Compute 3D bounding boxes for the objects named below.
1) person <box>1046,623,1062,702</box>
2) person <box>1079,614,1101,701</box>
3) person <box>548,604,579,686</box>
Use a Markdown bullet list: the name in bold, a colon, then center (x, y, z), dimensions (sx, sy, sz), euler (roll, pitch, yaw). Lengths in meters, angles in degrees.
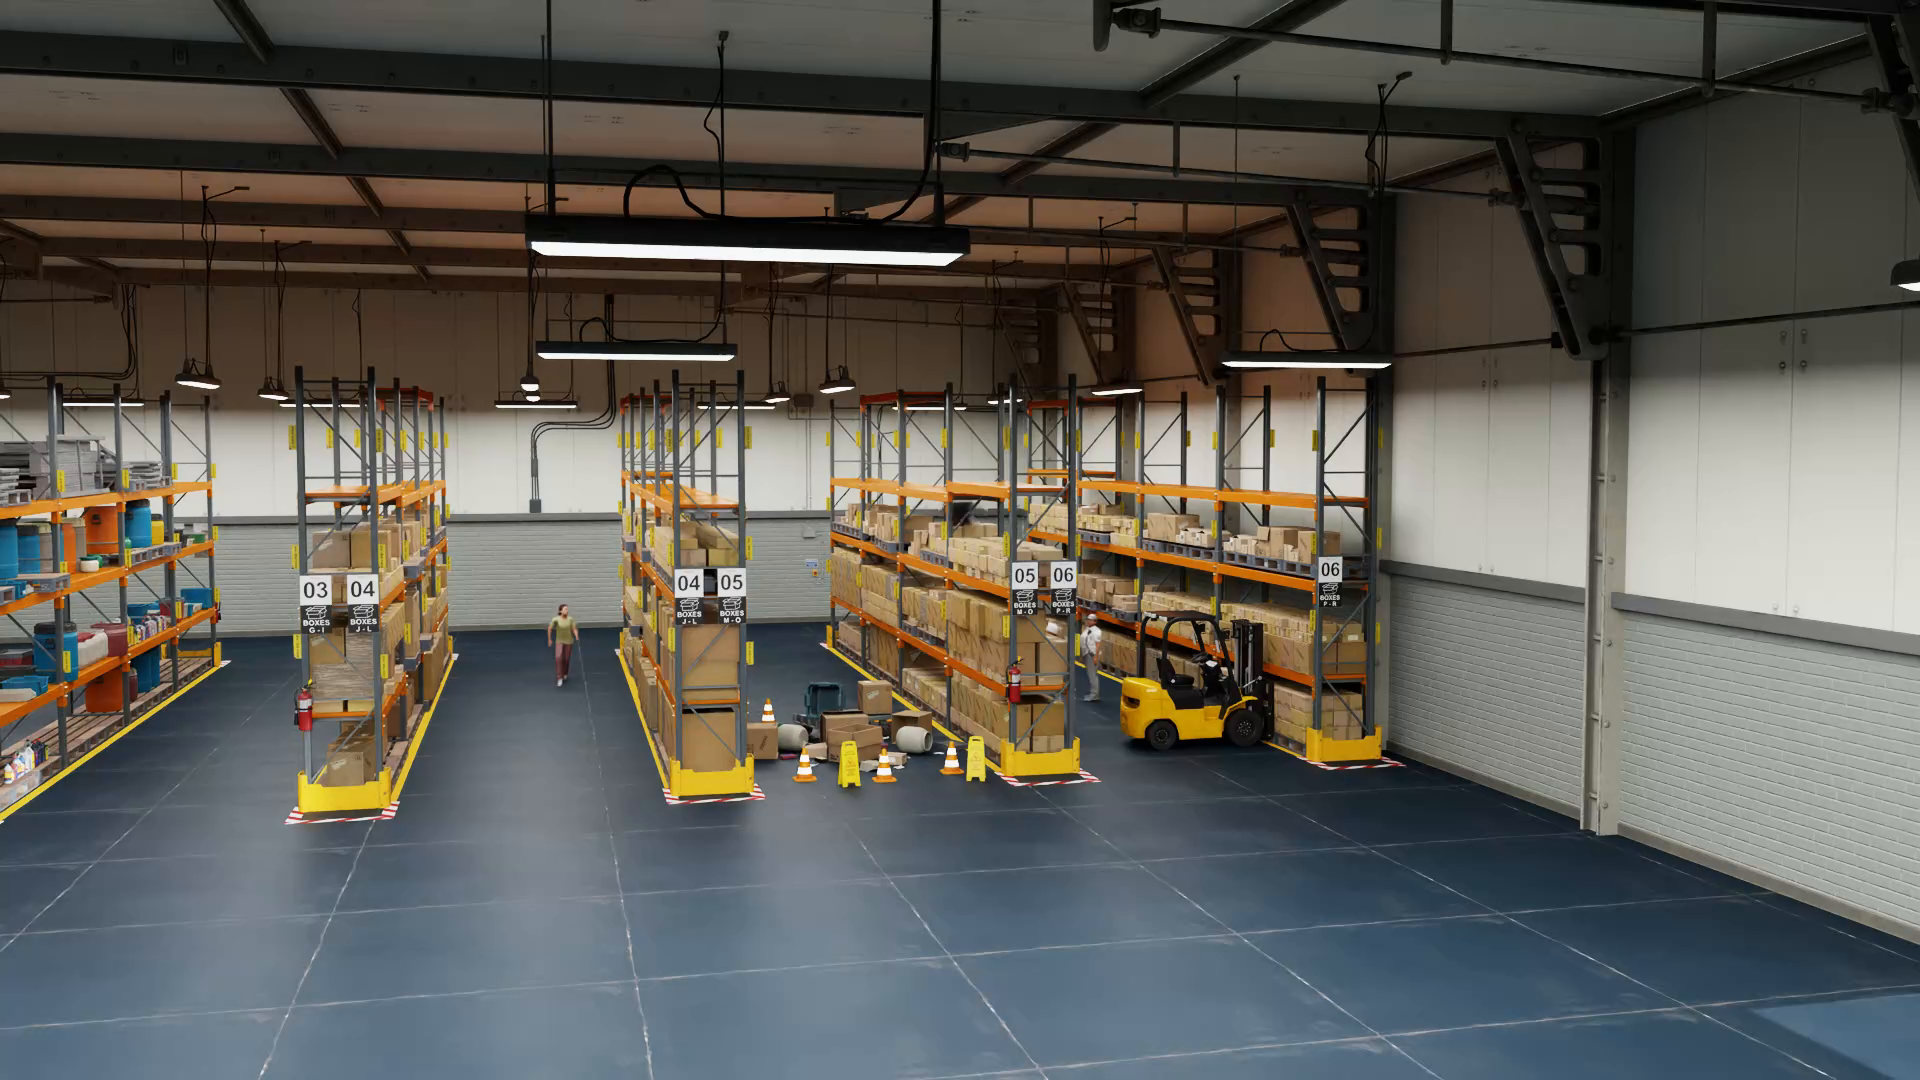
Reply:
- **person**: center (1.600, 2.363, 29.954), dimensions (0.654, 1.739, 0.660), euler (-2, 4, -34)
- **person**: center (2.510, 2.261, 32.079), dimensions (0.391, 1.657, 0.560), euler (-1, 3, -9)
- **person**: center (-8.204, 2.143, 34.405), dimensions (0.608, 1.649, 0.982), euler (-1, 4, -13)
